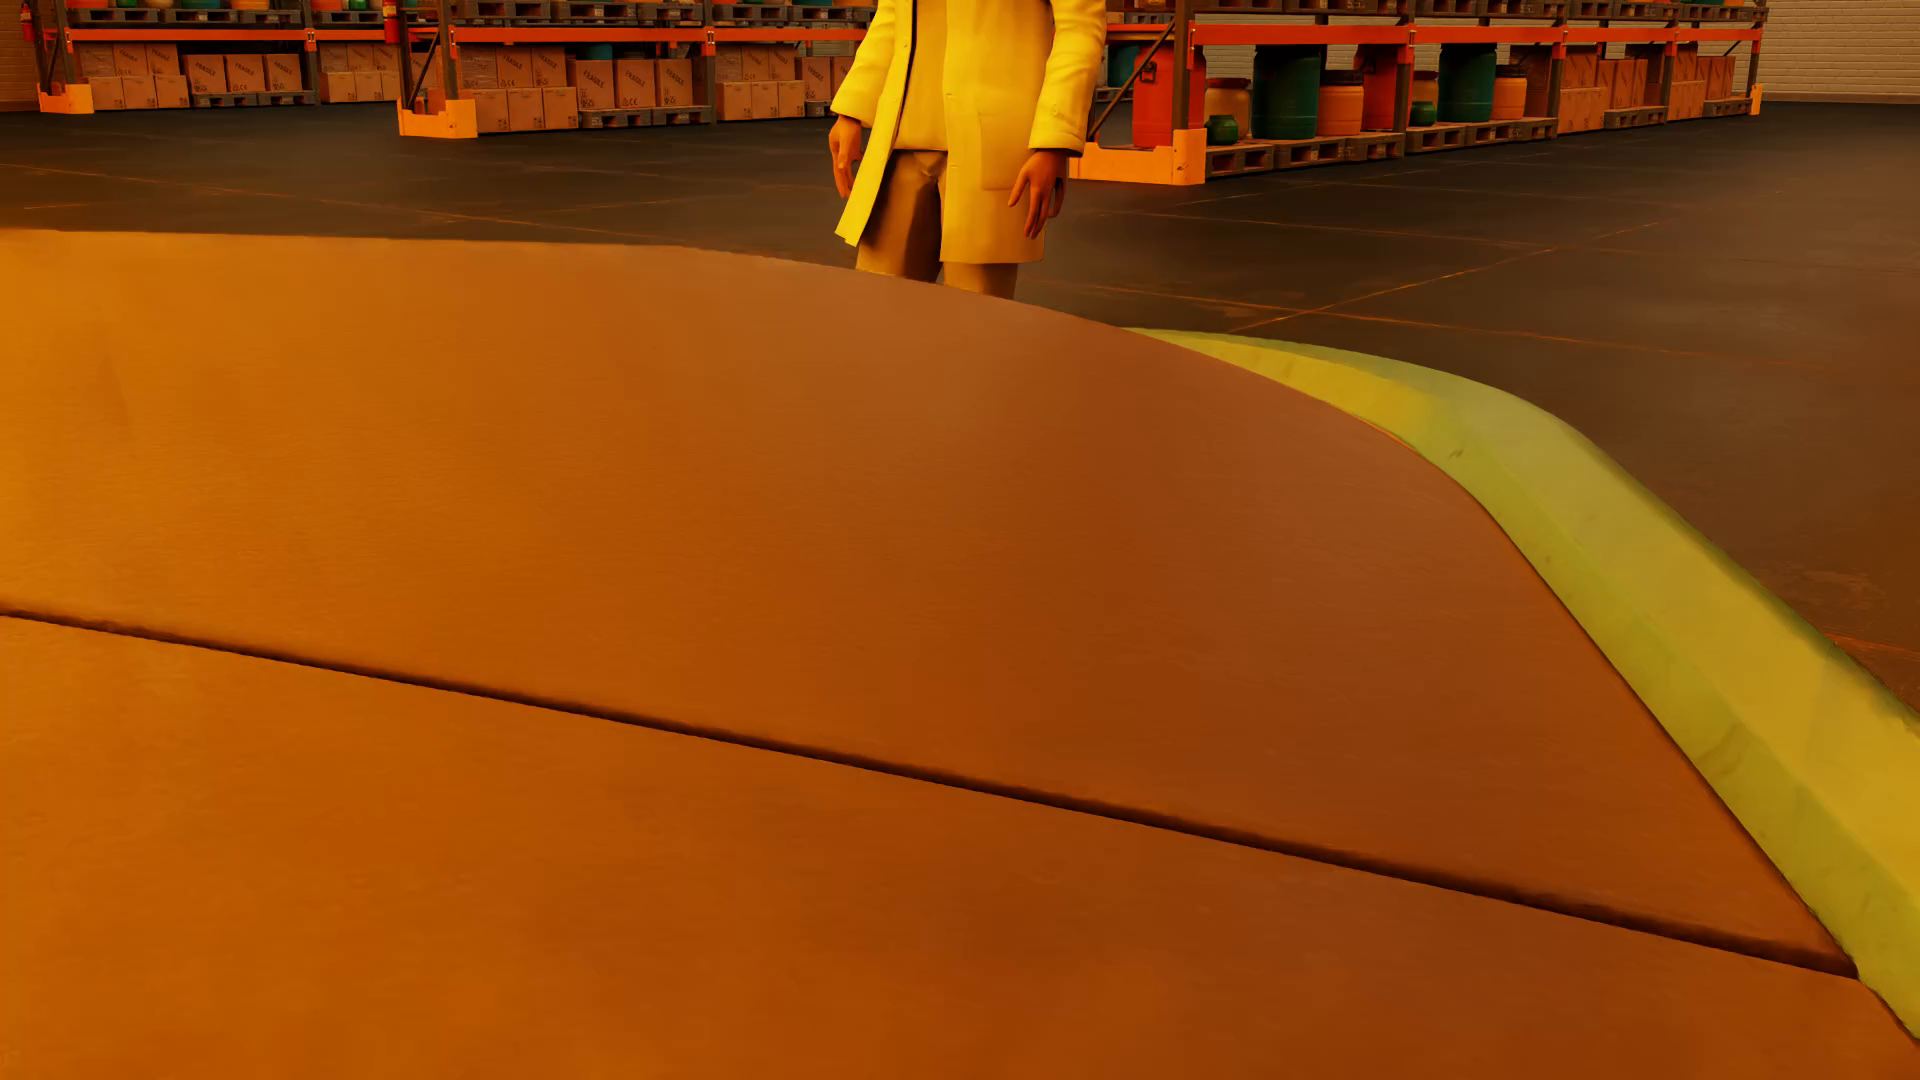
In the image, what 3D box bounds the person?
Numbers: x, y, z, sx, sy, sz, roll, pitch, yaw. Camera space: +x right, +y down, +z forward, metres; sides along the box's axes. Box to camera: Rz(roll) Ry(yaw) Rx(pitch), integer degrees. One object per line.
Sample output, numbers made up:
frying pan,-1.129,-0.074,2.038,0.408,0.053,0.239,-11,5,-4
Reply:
person,-0.061,-0.838,3.618,0.696,1.776,0.581,13,21,37
